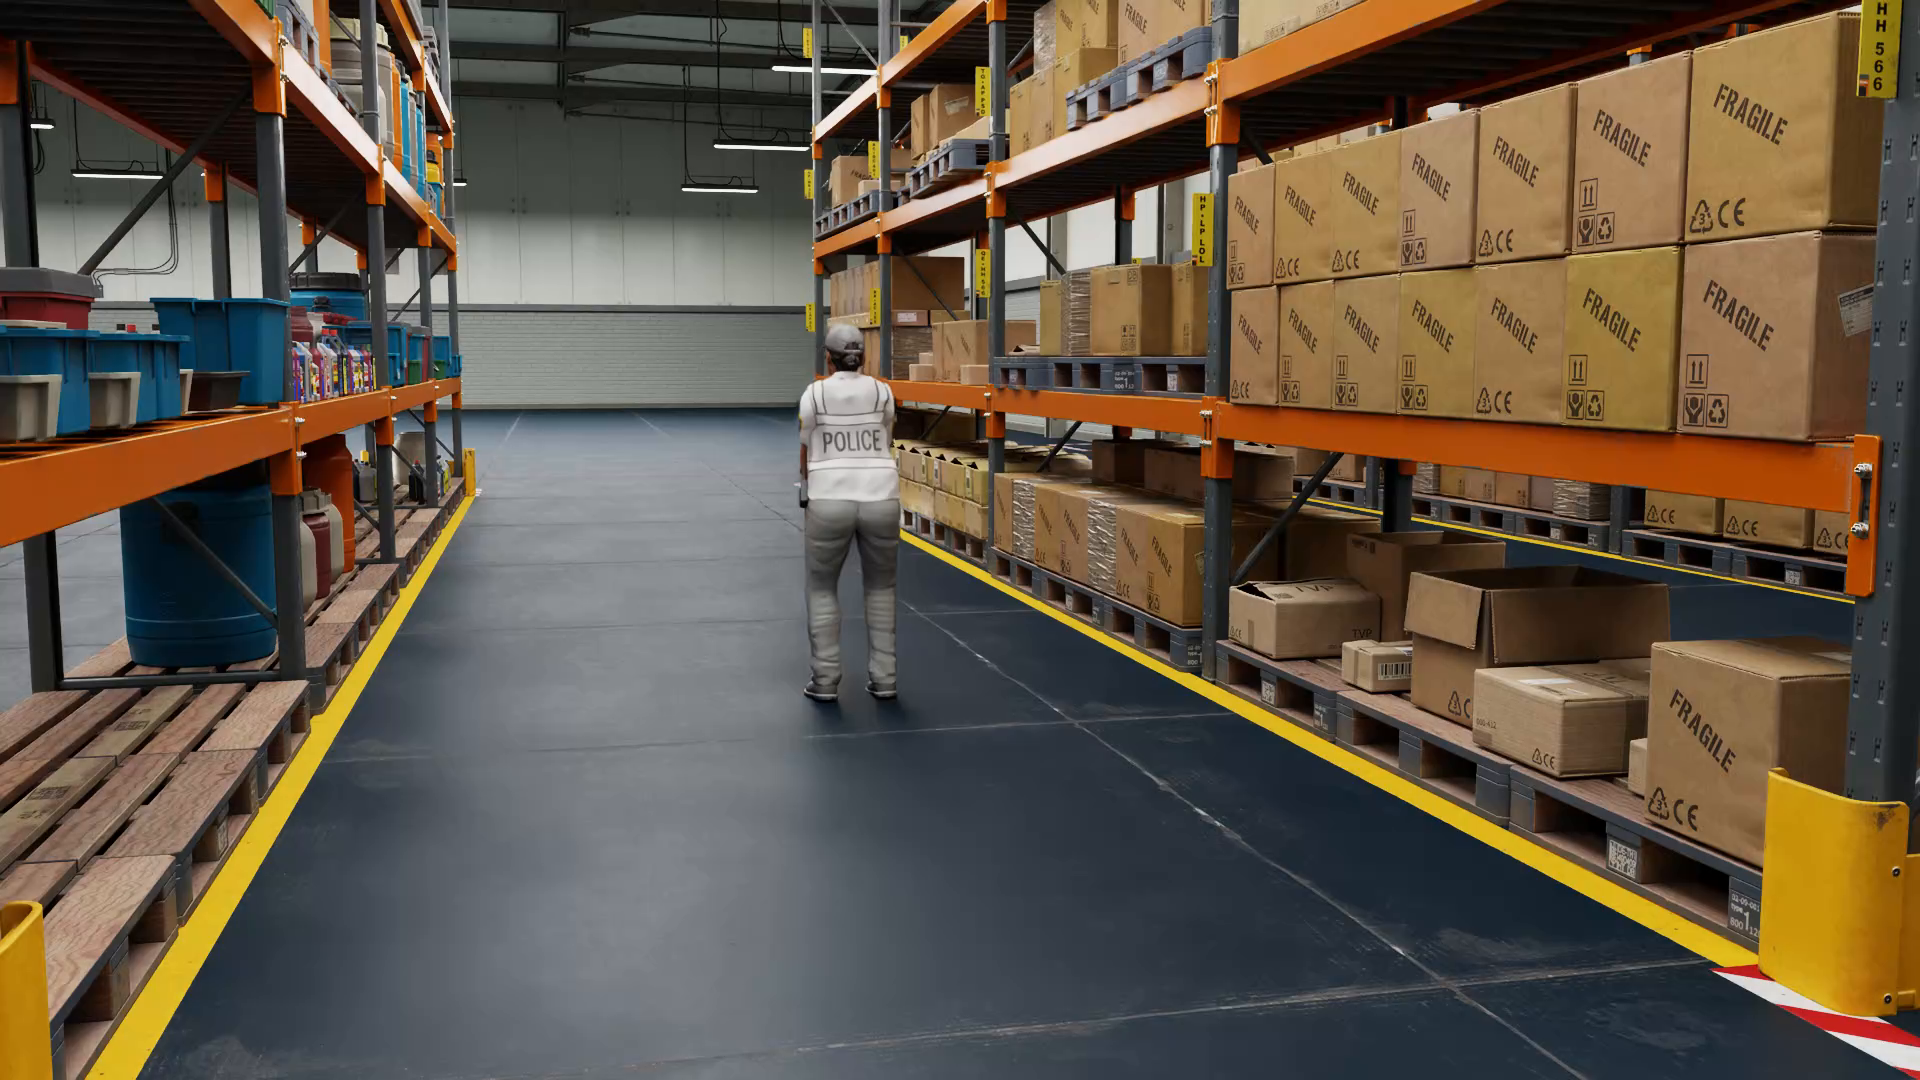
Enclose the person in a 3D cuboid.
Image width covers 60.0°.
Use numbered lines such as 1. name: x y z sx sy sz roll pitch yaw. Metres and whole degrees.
1. person: -0.504 -0.127 7.401 0.452 1.661 0.553 -2 6 -15
